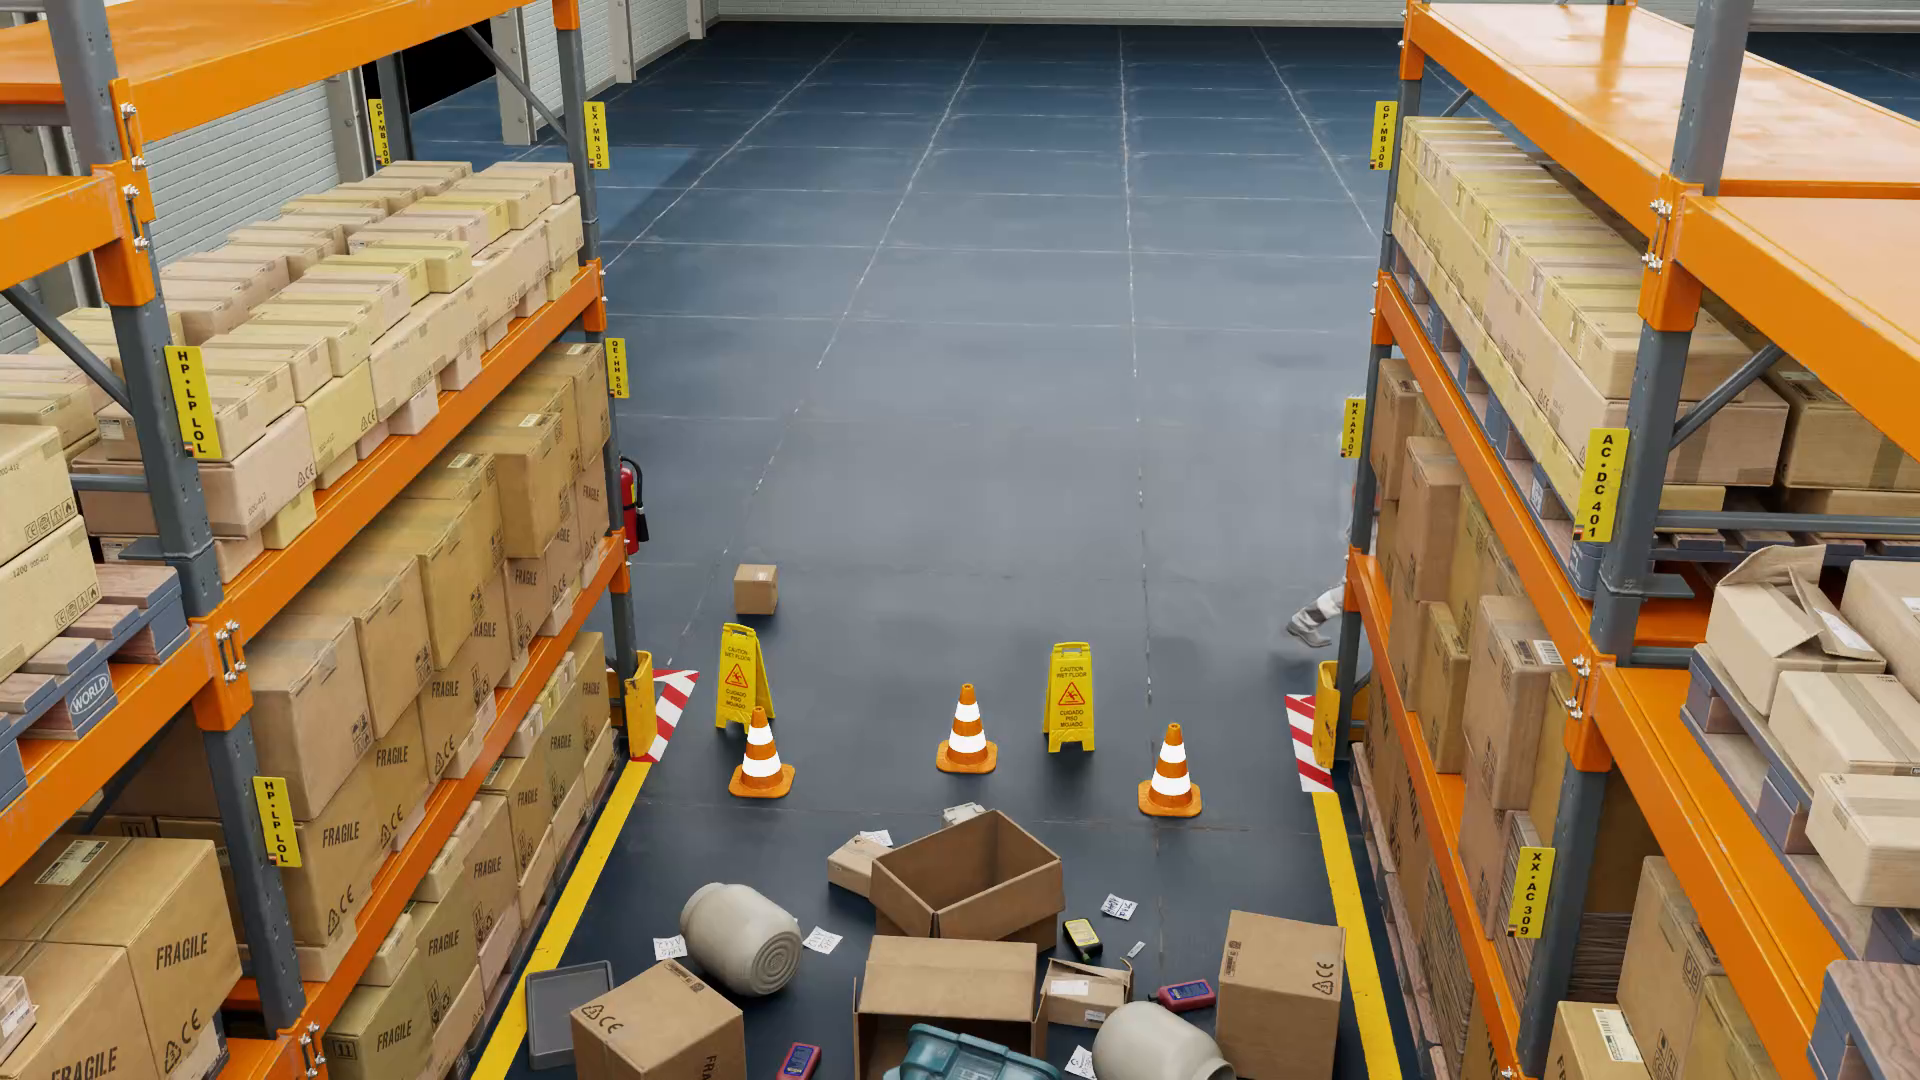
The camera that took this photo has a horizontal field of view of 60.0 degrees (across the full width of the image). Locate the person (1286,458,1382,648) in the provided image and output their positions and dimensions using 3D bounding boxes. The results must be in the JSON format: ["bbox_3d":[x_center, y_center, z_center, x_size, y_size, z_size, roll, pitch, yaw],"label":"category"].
[{"bbox_3d":[2.552,-0.081,10.163,0.987,1.751,0.532,6,25,12],"label":"person"}]
